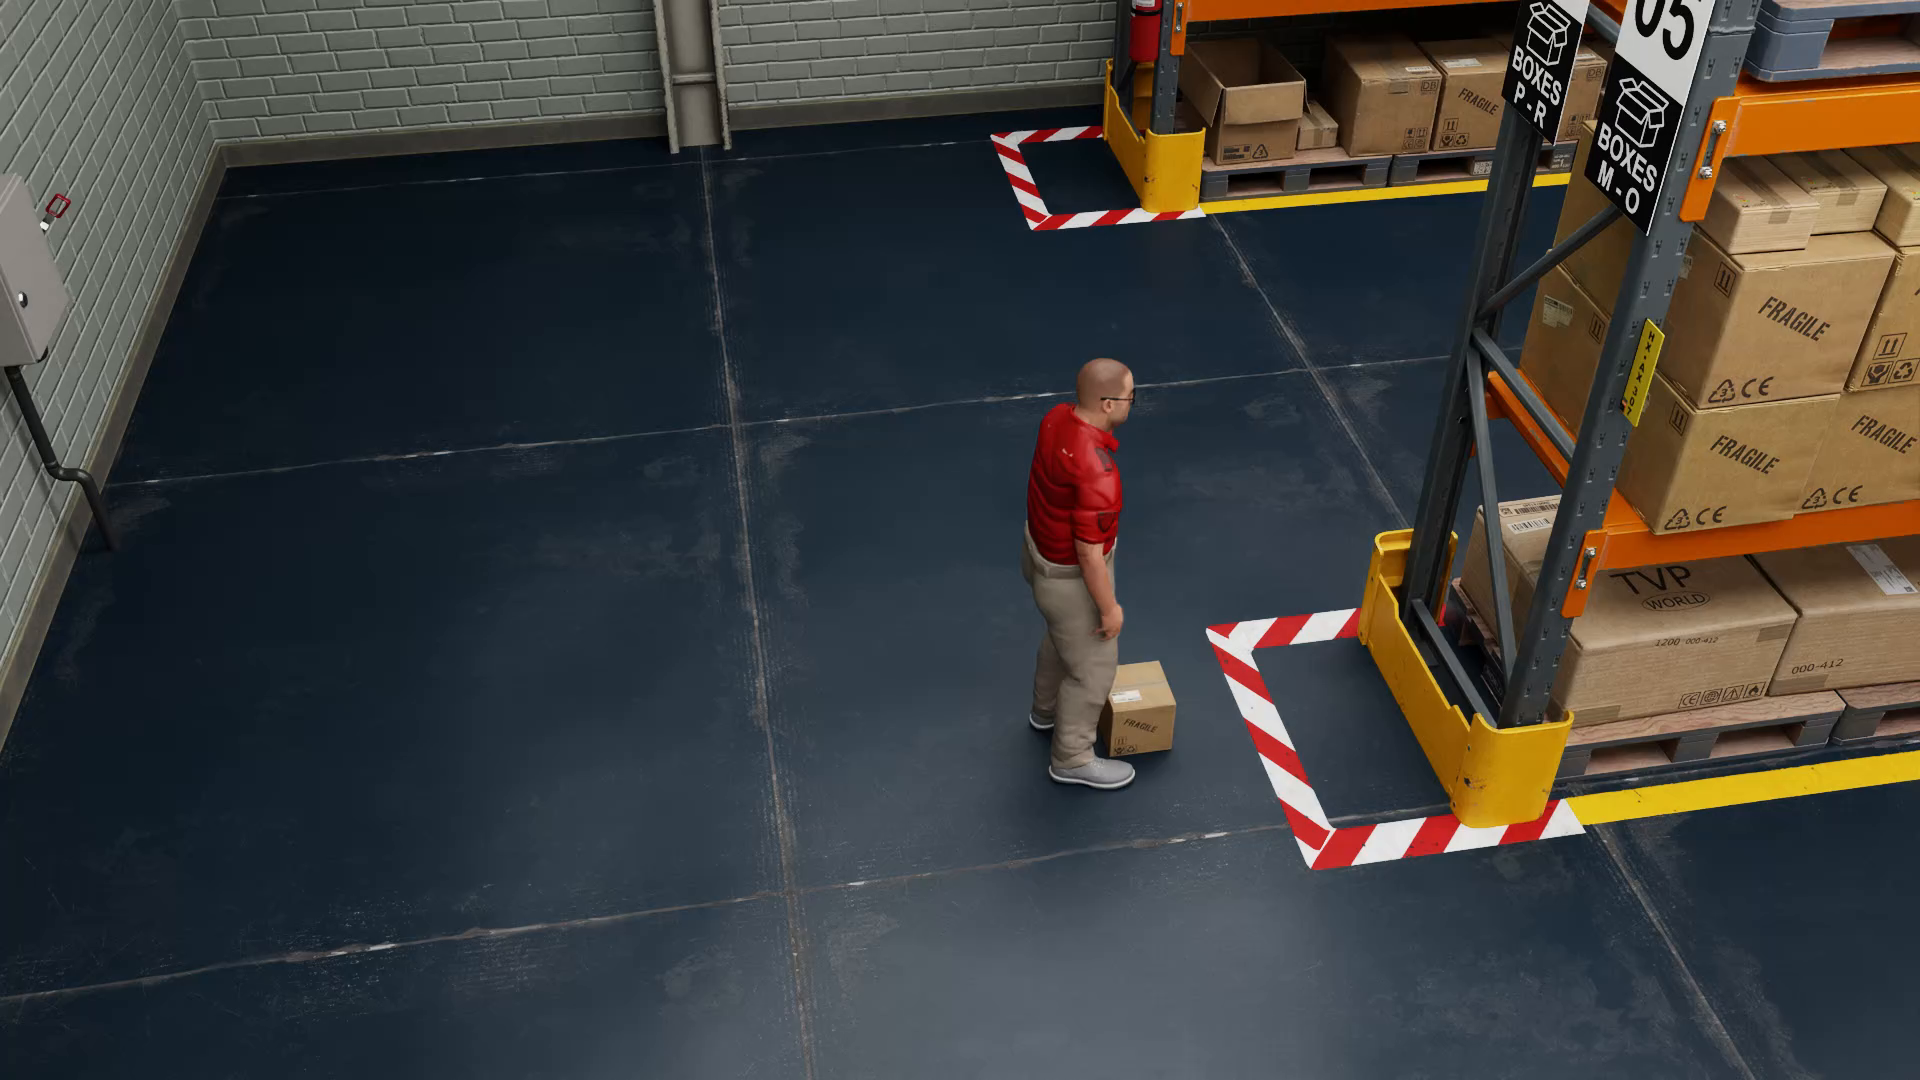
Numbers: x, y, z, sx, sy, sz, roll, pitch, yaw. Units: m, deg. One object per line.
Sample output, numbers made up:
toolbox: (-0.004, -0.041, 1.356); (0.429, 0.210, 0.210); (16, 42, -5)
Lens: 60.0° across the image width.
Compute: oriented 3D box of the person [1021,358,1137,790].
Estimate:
person: (0.433, 0.109, 6.026); (0.389, 1.727, 0.606); (-8, 39, -10)
